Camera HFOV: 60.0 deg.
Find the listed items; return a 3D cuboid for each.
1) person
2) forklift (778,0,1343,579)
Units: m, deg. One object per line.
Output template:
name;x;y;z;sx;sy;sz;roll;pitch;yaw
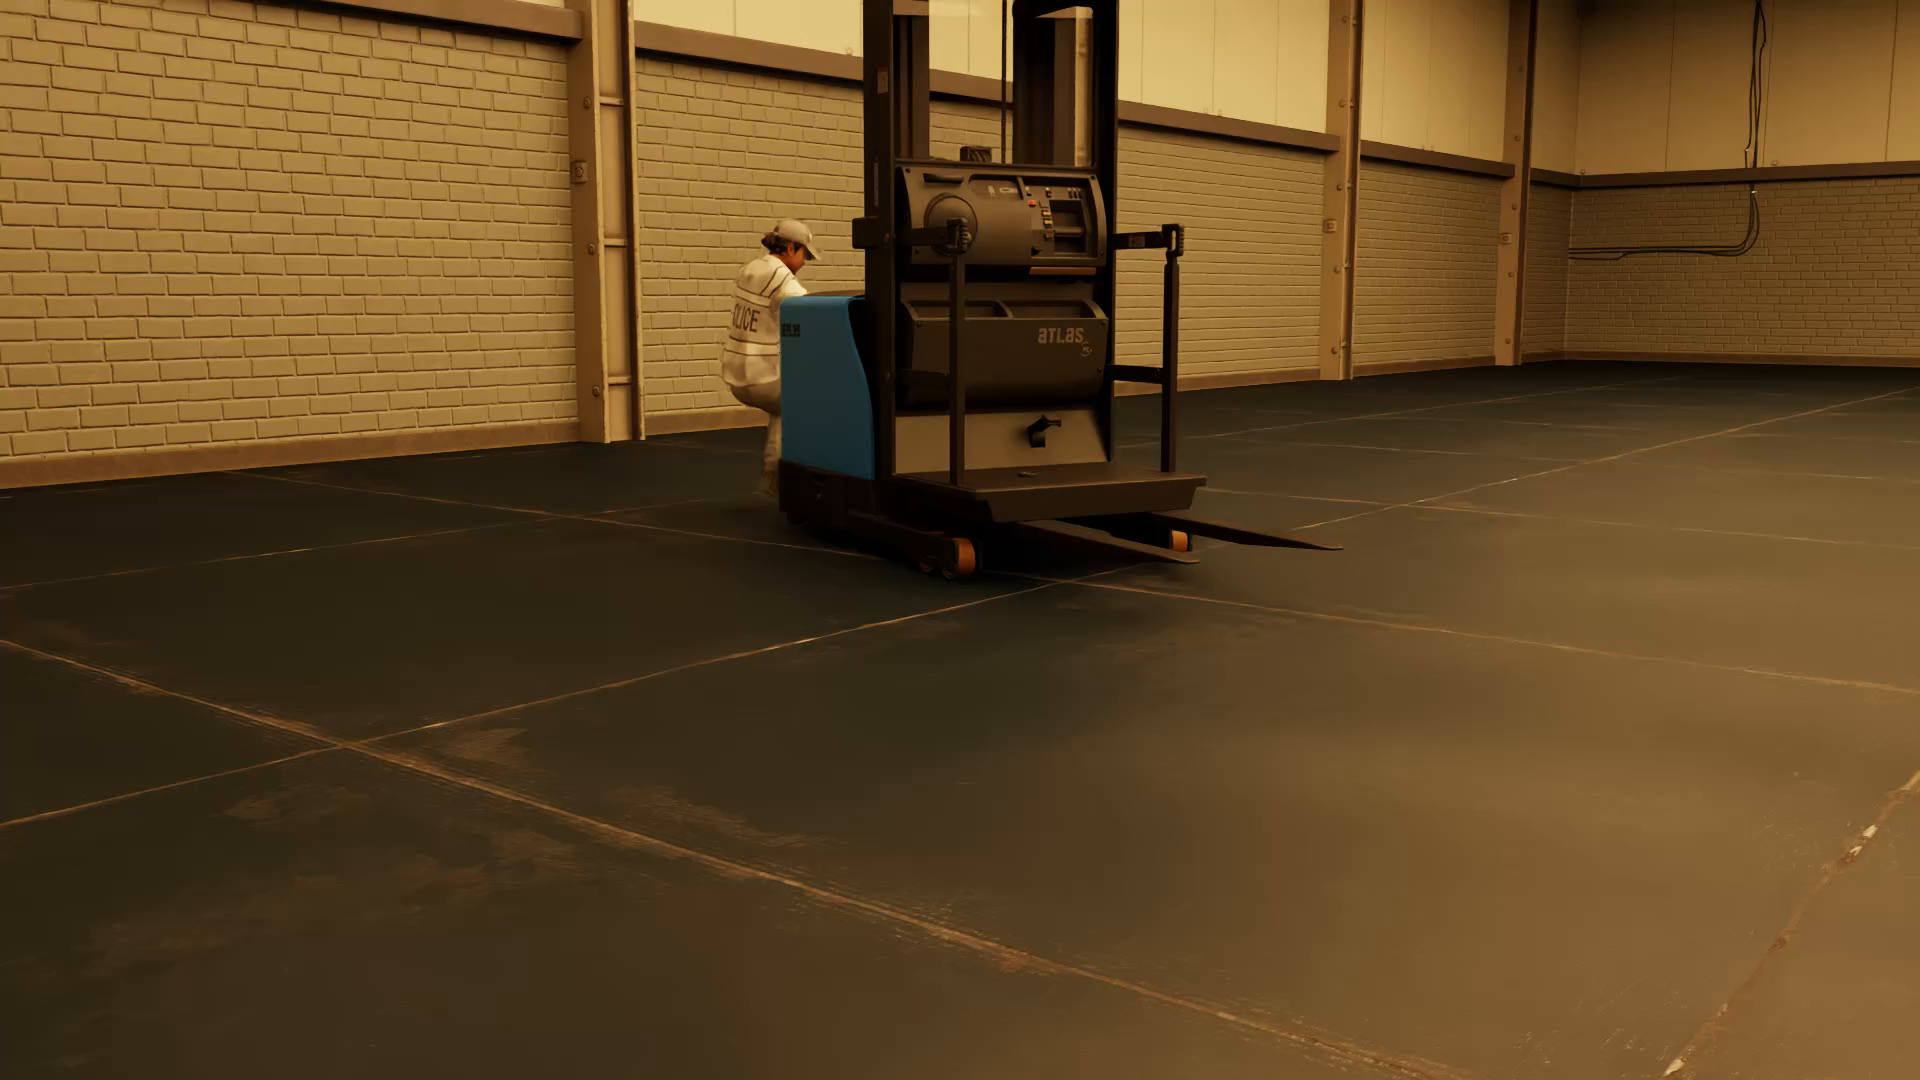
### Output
person;-0.808;-0.883;8.441;0.747;1.444;0.918;-6;10;-35
forklift;0.294;-1.373;6.664;1.130;2.935;3.031;-5;9;-28
